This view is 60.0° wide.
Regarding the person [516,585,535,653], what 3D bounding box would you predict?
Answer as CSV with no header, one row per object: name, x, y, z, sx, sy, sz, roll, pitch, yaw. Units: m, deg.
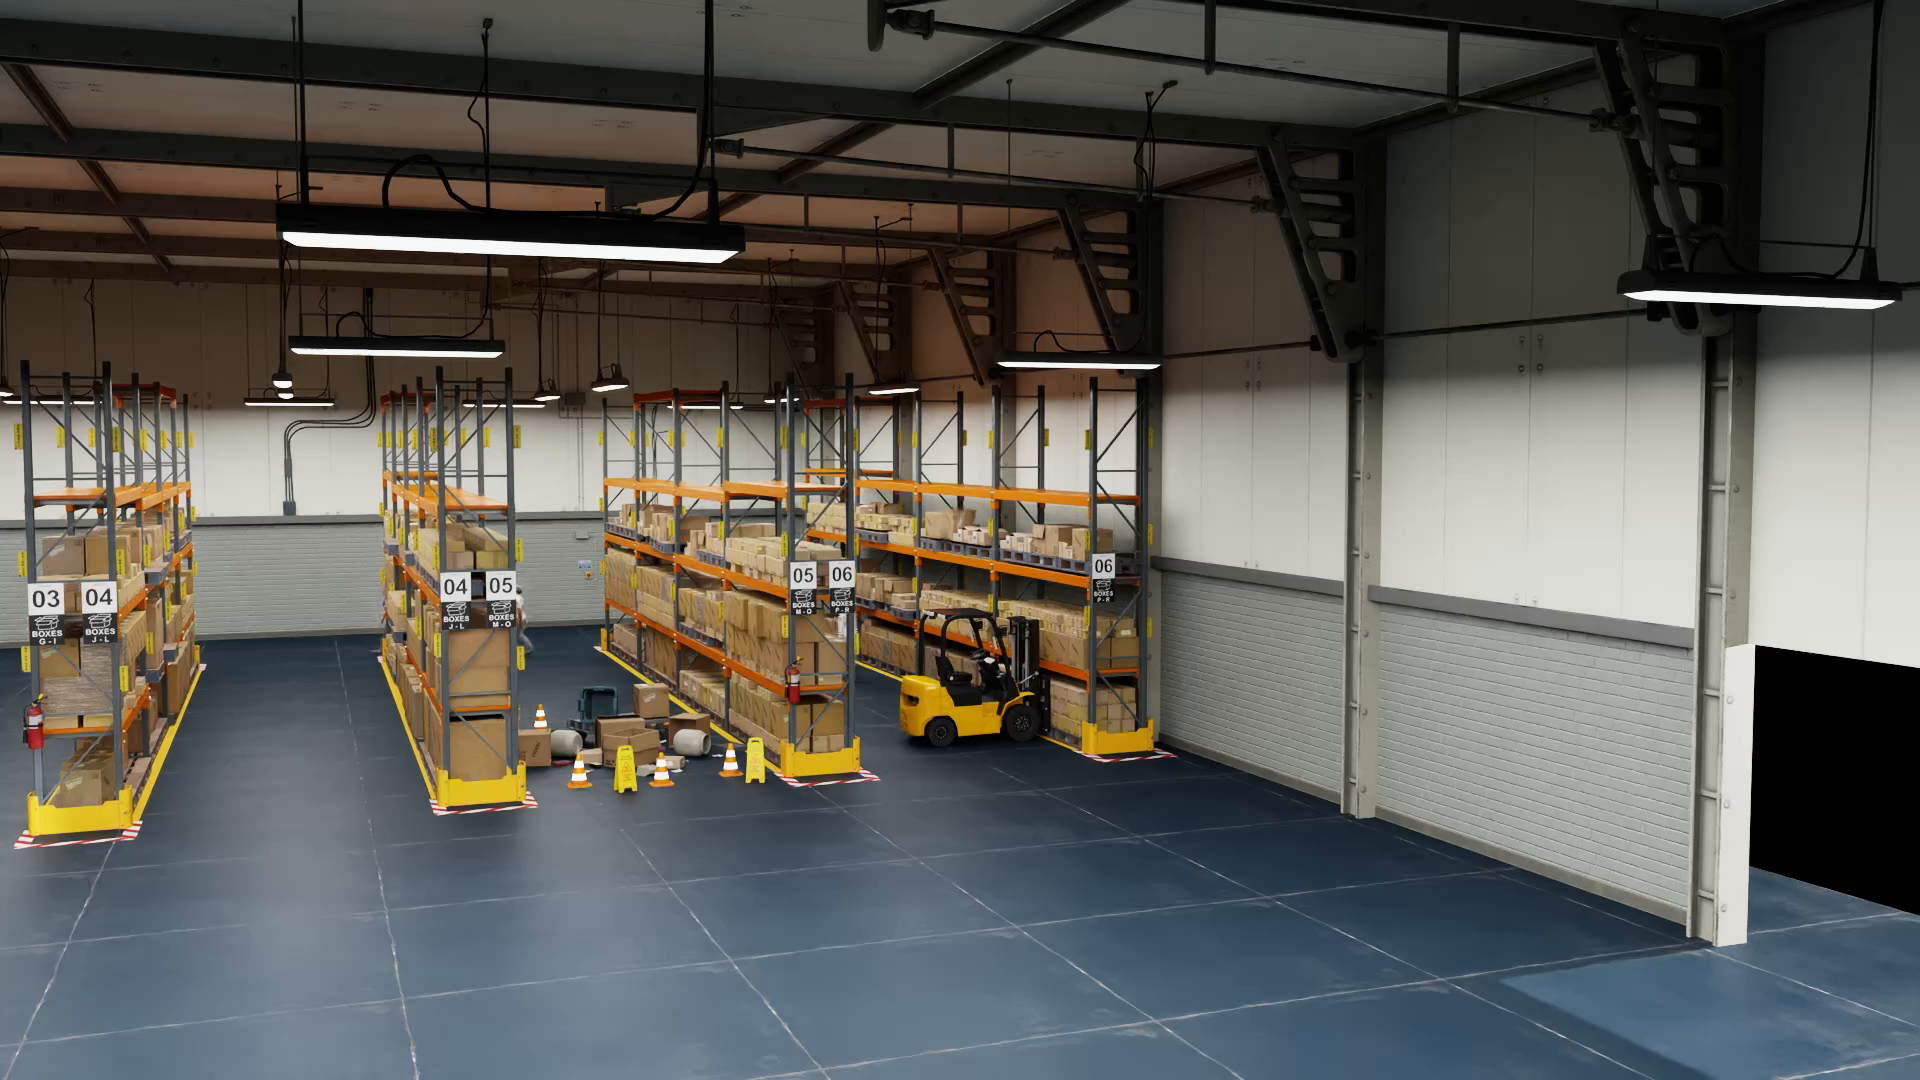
person,-10.252,1.871,38.621,0.713,1.672,0.518,0,3,-8

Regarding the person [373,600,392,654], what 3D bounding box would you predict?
person,-13.330,1.844,39.096,0.984,1.621,0.478,-3,4,-40

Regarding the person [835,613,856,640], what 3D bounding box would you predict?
person,-2.415,1.957,34.842,0.561,1.526,0.510,2,4,36
